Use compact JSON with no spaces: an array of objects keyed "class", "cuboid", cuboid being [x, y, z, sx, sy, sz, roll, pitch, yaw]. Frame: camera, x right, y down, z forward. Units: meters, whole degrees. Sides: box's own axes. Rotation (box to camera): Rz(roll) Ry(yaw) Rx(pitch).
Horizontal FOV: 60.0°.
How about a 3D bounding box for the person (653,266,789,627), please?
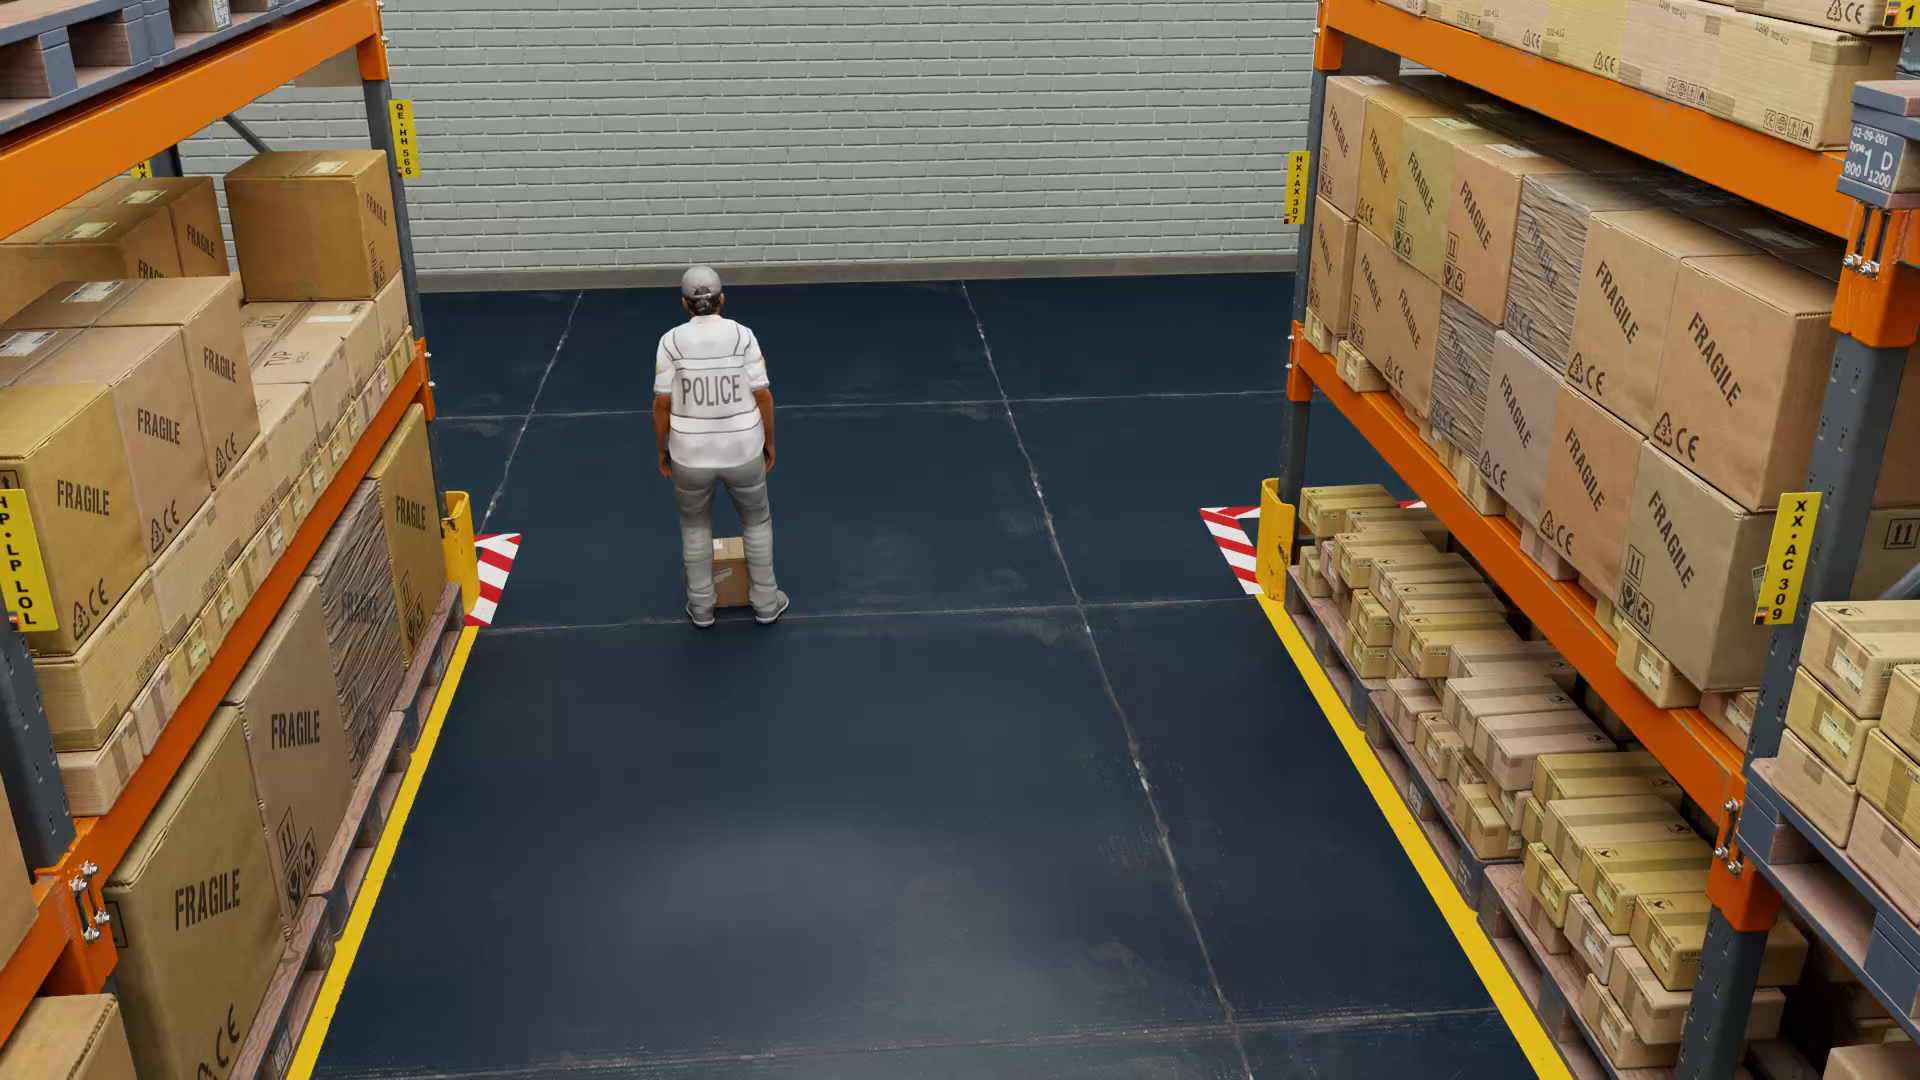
[{"class":"person","cuboid":[-1.086,-0.406,7.509,0.560,1.667,0.465,-3,24,-7]}]
